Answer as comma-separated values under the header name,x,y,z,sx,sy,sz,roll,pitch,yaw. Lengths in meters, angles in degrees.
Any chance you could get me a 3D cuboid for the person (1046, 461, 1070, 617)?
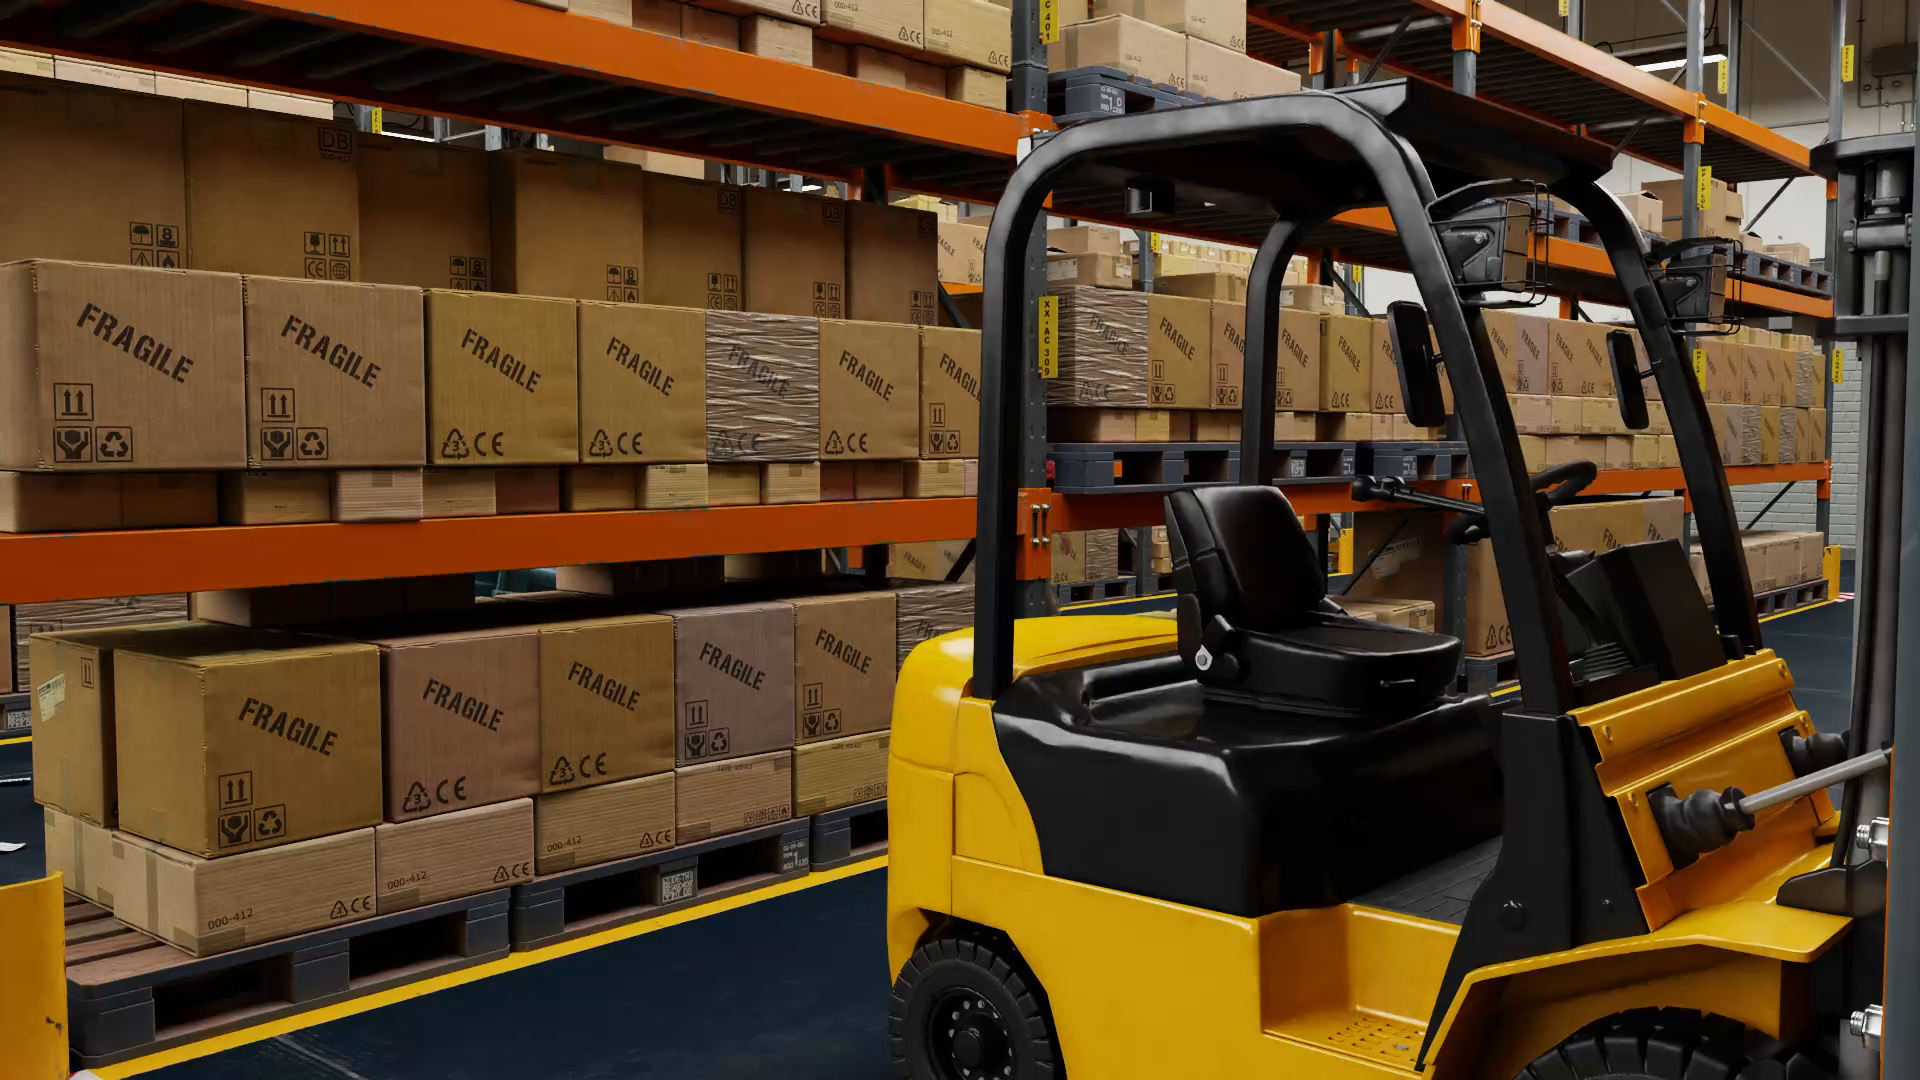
name,x,y,z,sx,sy,sz,roll,pitch,yaw
person,0.546,-0.072,11.969,1.037,1.654,0.570,-2,4,-32
